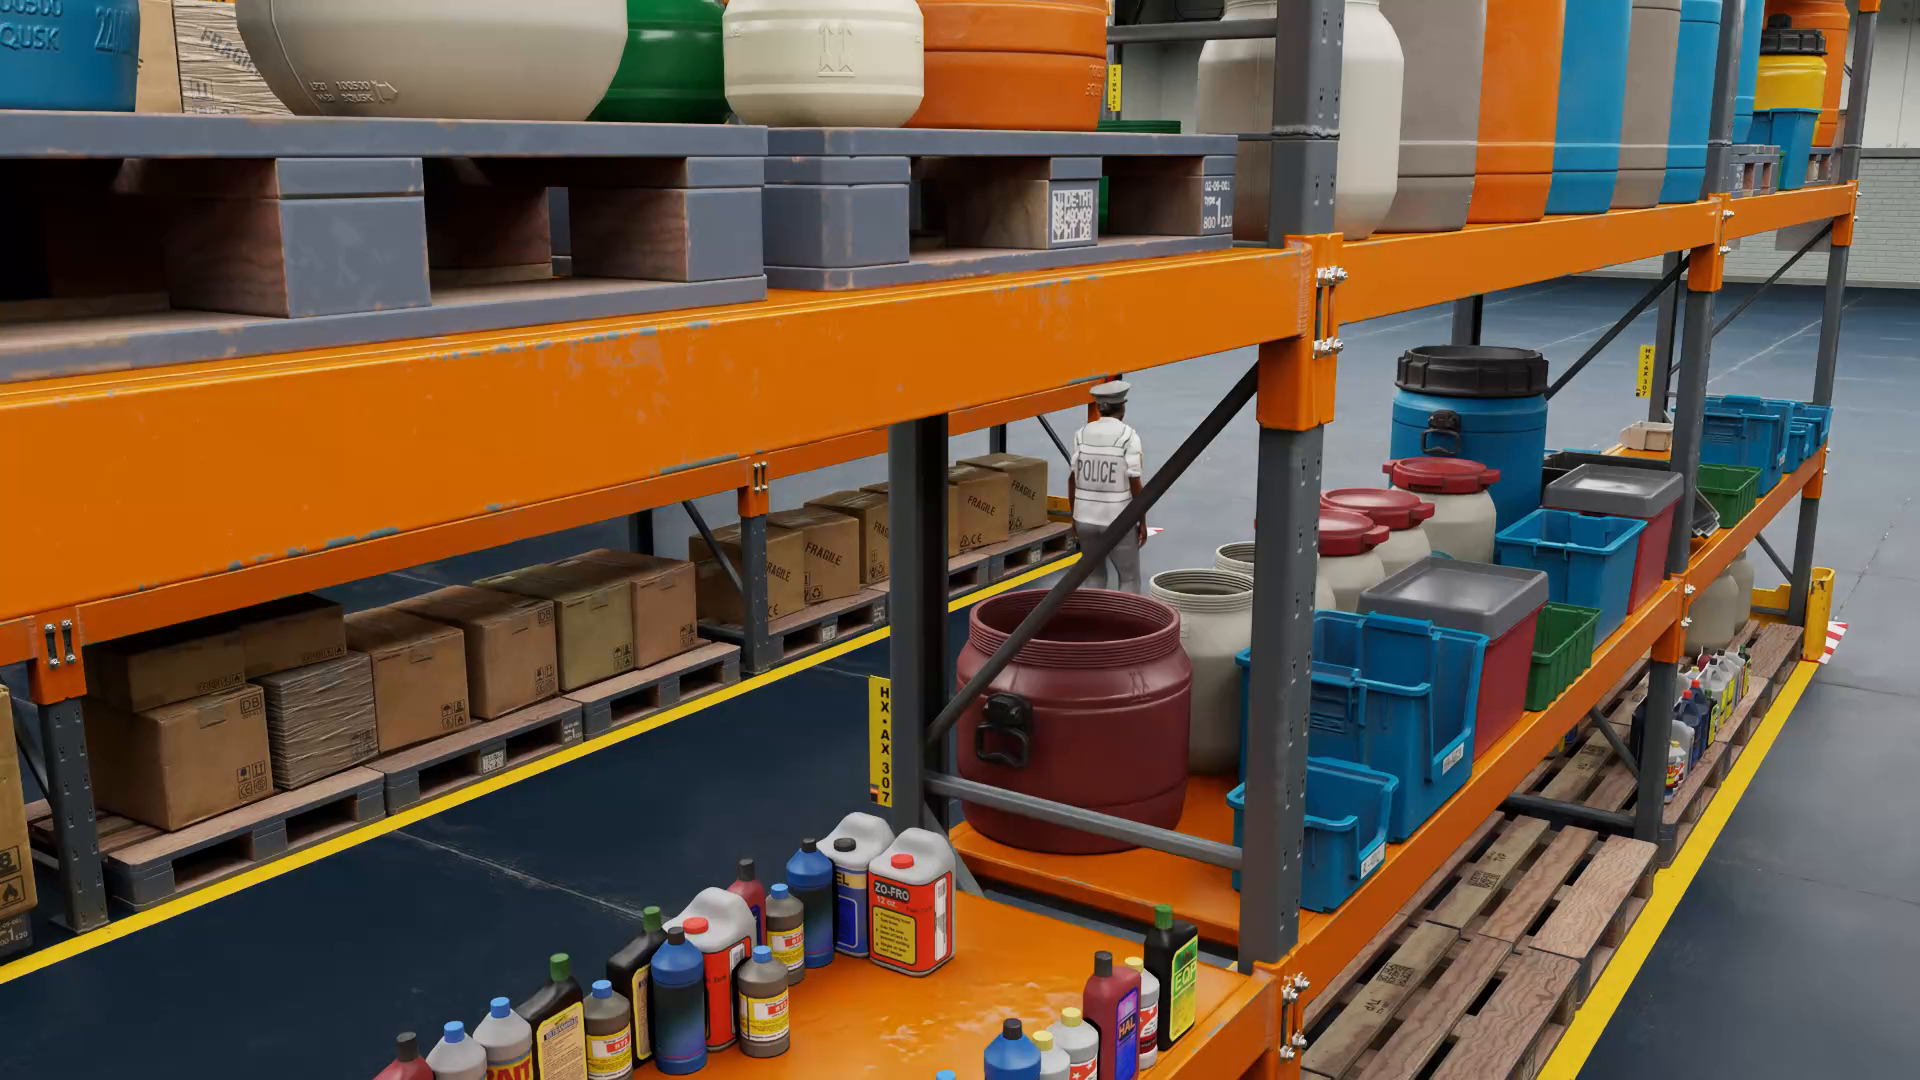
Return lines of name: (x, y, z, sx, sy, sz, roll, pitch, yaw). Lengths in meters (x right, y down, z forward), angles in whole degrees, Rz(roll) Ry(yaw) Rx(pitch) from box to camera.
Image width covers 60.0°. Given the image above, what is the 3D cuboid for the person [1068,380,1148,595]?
person: (0.904, -0.107, 9.952, 0.524, 1.655, 0.427, 8, 15, 30)
